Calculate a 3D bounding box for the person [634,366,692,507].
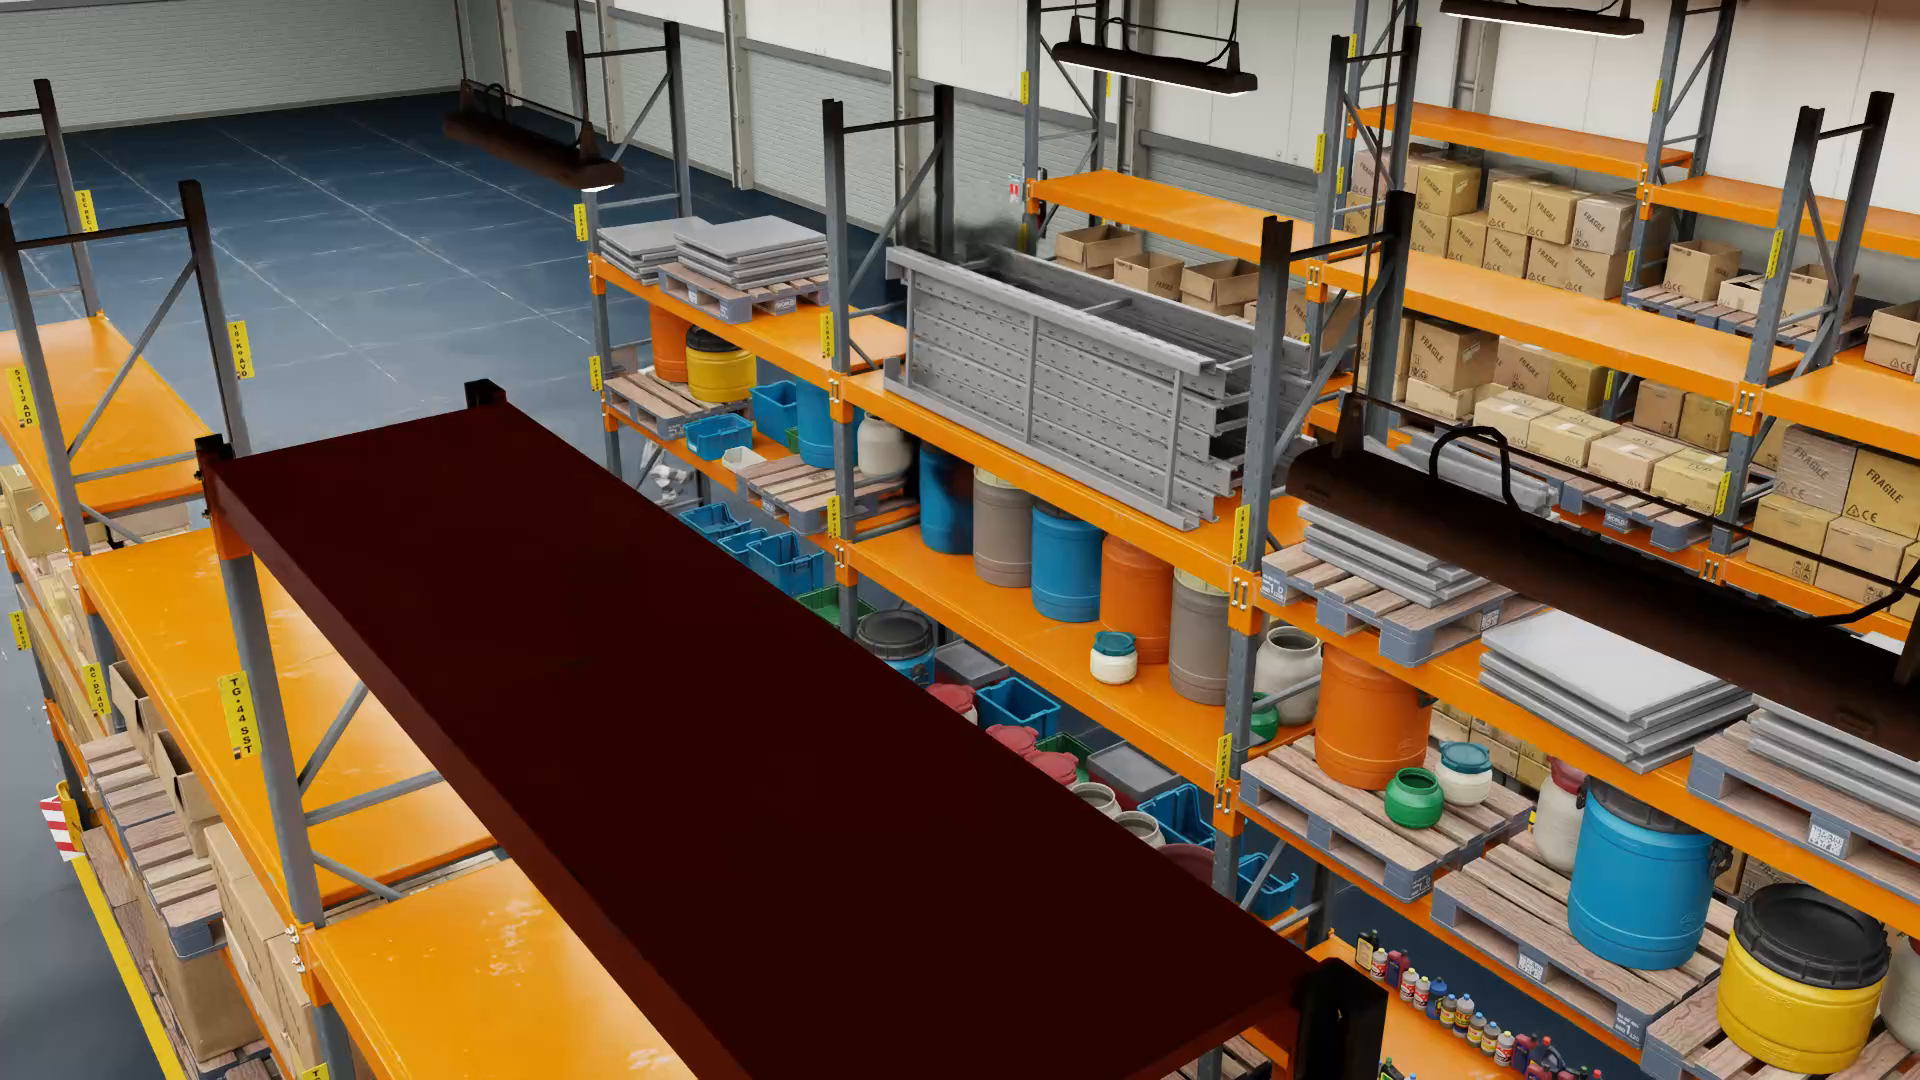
[{"bbox_3d":[-3.512,-1.196,19.518,0.669,1.750,0.677,-1,25,-1],"label":"person"}]
